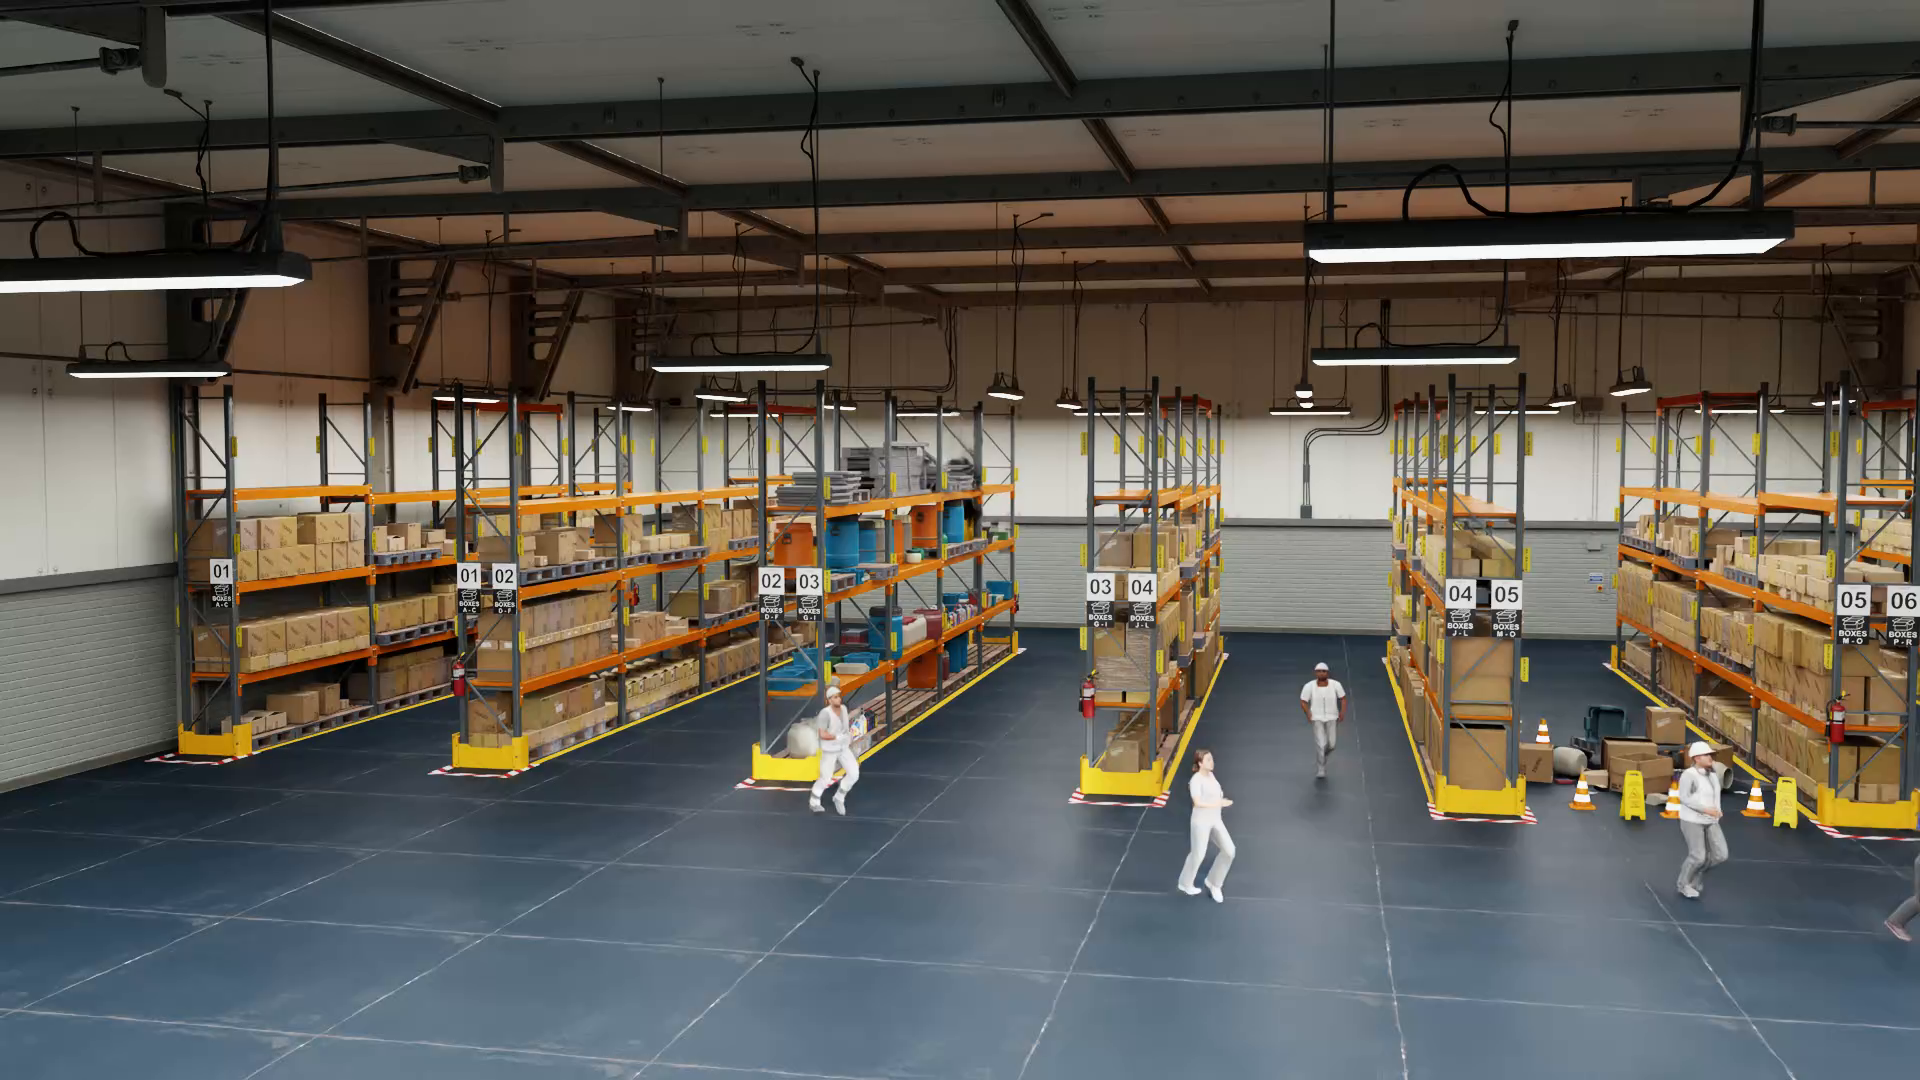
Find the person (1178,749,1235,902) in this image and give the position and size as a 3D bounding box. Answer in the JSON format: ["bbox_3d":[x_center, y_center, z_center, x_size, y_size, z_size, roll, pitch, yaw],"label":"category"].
[{"bbox_3d":[2.719,3.142,18.326,0.532,1.693,0.707,-3,4,-43],"label":"person"}]

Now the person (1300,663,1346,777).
[{"bbox_3d":[5.530,2.728,25.316,0.699,1.728,0.543,0,3,7],"label":"person"}]

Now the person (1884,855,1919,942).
[{"bbox_3d":[9.647,3.262,16.501,0.567,1.673,0.837,-2,4,-35],"label":"person"}]

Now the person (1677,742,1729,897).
[{"bbox_3d":[8.243,3.096,18.394,0.686,1.733,0.603,-2,4,-27],"label":"person"}]

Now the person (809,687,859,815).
[{"bbox_3d":[-1.668,2.843,22.466,0.681,1.753,0.858,-3,4,-42],"label":"person"}]
